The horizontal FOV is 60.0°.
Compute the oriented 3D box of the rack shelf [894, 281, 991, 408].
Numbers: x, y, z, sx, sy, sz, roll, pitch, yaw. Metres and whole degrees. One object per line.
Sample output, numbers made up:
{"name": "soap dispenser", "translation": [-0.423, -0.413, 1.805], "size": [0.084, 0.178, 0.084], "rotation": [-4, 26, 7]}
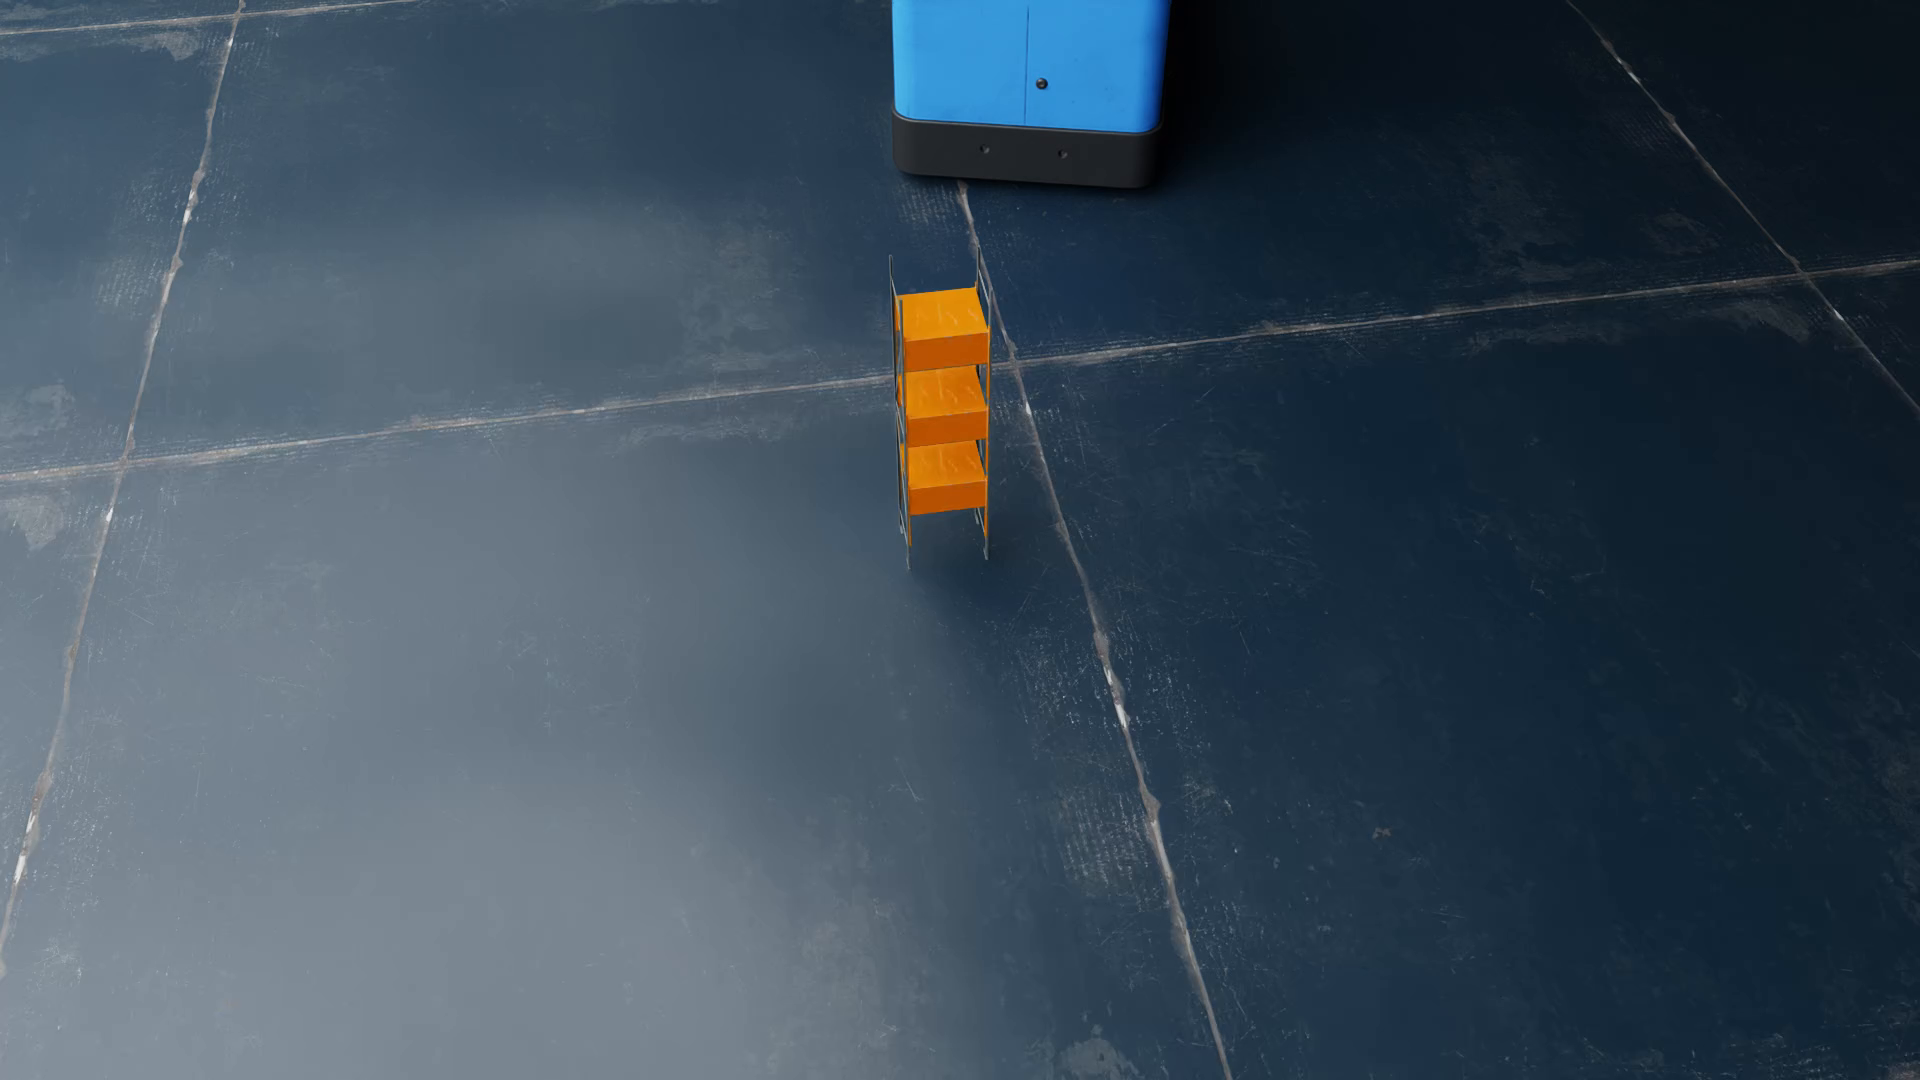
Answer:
{"name": "rack shelf", "translation": [-0.053, -0.547, 4.669], "size": [0.240, 0.259, 0.215], "rotation": [-7, 46, -7]}

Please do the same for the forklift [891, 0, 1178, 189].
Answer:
{"name": "forklift", "translation": [0.415, -3.451, 6.540], "size": [1.130, 2.935, 3.031], "rotation": [5, 46, 4]}

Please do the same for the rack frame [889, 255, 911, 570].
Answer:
{"name": "rack frame", "translation": [-0.173, -0.343, 4.851], "size": [0.008, 1.050, 0.200], "rotation": [-7, 46, -7]}

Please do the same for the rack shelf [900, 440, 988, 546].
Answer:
{"name": "rack shelf", "translation": [-0.053, -0.158, 5.073], "size": [0.240, 0.259, 0.215], "rotation": [-7, 46, -7]}

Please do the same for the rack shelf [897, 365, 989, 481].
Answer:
{"name": "rack shelf", "translation": [-0.053, -0.350, 4.873], "size": [0.240, 0.259, 0.215], "rotation": [-7, 46, -7]}

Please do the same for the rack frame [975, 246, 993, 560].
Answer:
{"name": "rack frame", "translation": [0.067, -0.373, 4.880], "size": [0.008, 1.050, 0.200], "rotation": [-7, 46, -7]}

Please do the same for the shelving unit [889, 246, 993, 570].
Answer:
{"name": "shelving unit", "translation": [-0.053, -0.358, 4.866], "size": [0.252, 1.050, 0.215], "rotation": [-7, 46, -7]}
